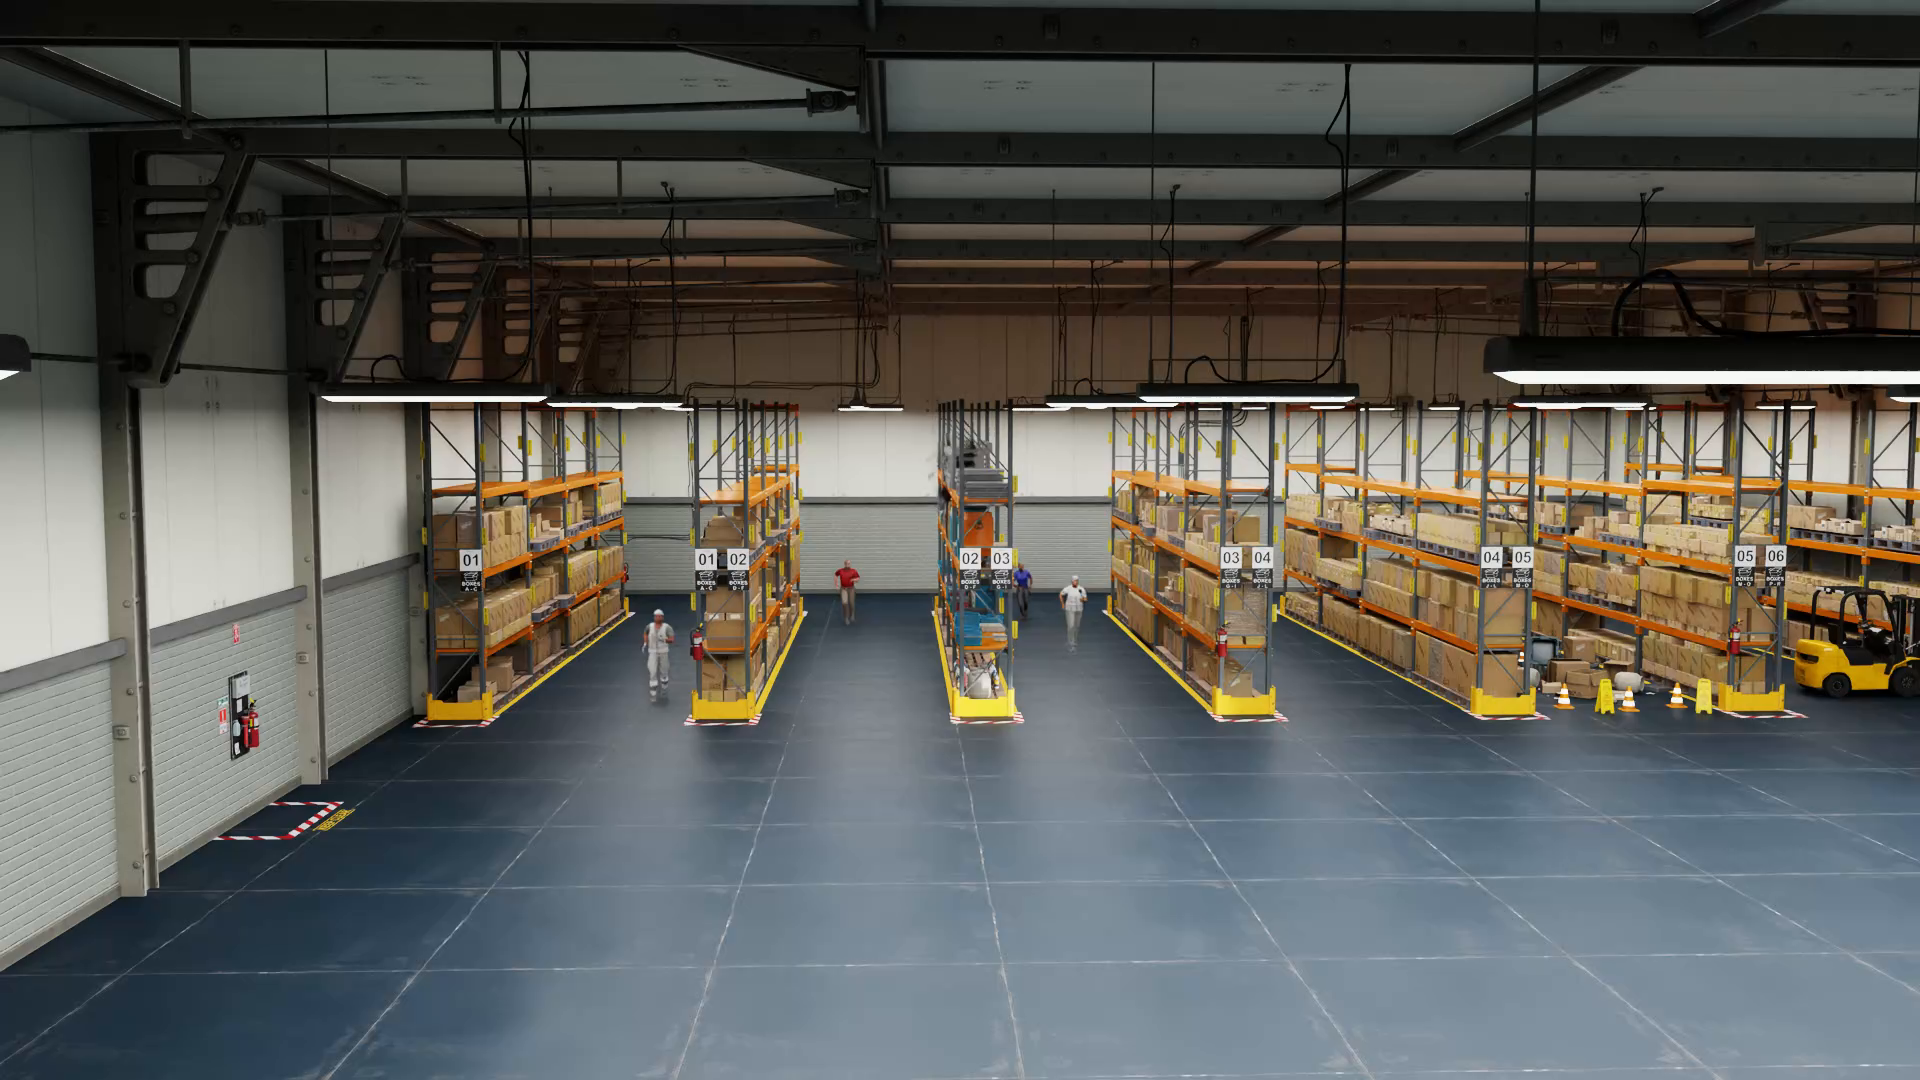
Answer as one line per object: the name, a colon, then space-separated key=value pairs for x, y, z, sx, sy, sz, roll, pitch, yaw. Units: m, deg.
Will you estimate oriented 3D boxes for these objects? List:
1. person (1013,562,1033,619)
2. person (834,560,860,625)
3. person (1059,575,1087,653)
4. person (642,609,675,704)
person: x=1.731 y=1.411 z=46.263 sx=0.587 sy=1.611 sz=0.508 roll=0 pitch=4 yaw=1
person: x=-3.080 y=1.426 z=45.438 sx=0.684 sy=1.787 sz=0.869 roll=-1 pitch=4 yaw=-8
person: x=2.640 y=1.690 z=38.399 sx=0.582 sy=1.751 sz=0.735 roll=-1 pitch=4 yaw=-15
person: x=-6.017 y=2.288 z=33.171 sx=0.650 sy=1.817 sz=0.910 roll=0 pitch=4 yaw=-4
